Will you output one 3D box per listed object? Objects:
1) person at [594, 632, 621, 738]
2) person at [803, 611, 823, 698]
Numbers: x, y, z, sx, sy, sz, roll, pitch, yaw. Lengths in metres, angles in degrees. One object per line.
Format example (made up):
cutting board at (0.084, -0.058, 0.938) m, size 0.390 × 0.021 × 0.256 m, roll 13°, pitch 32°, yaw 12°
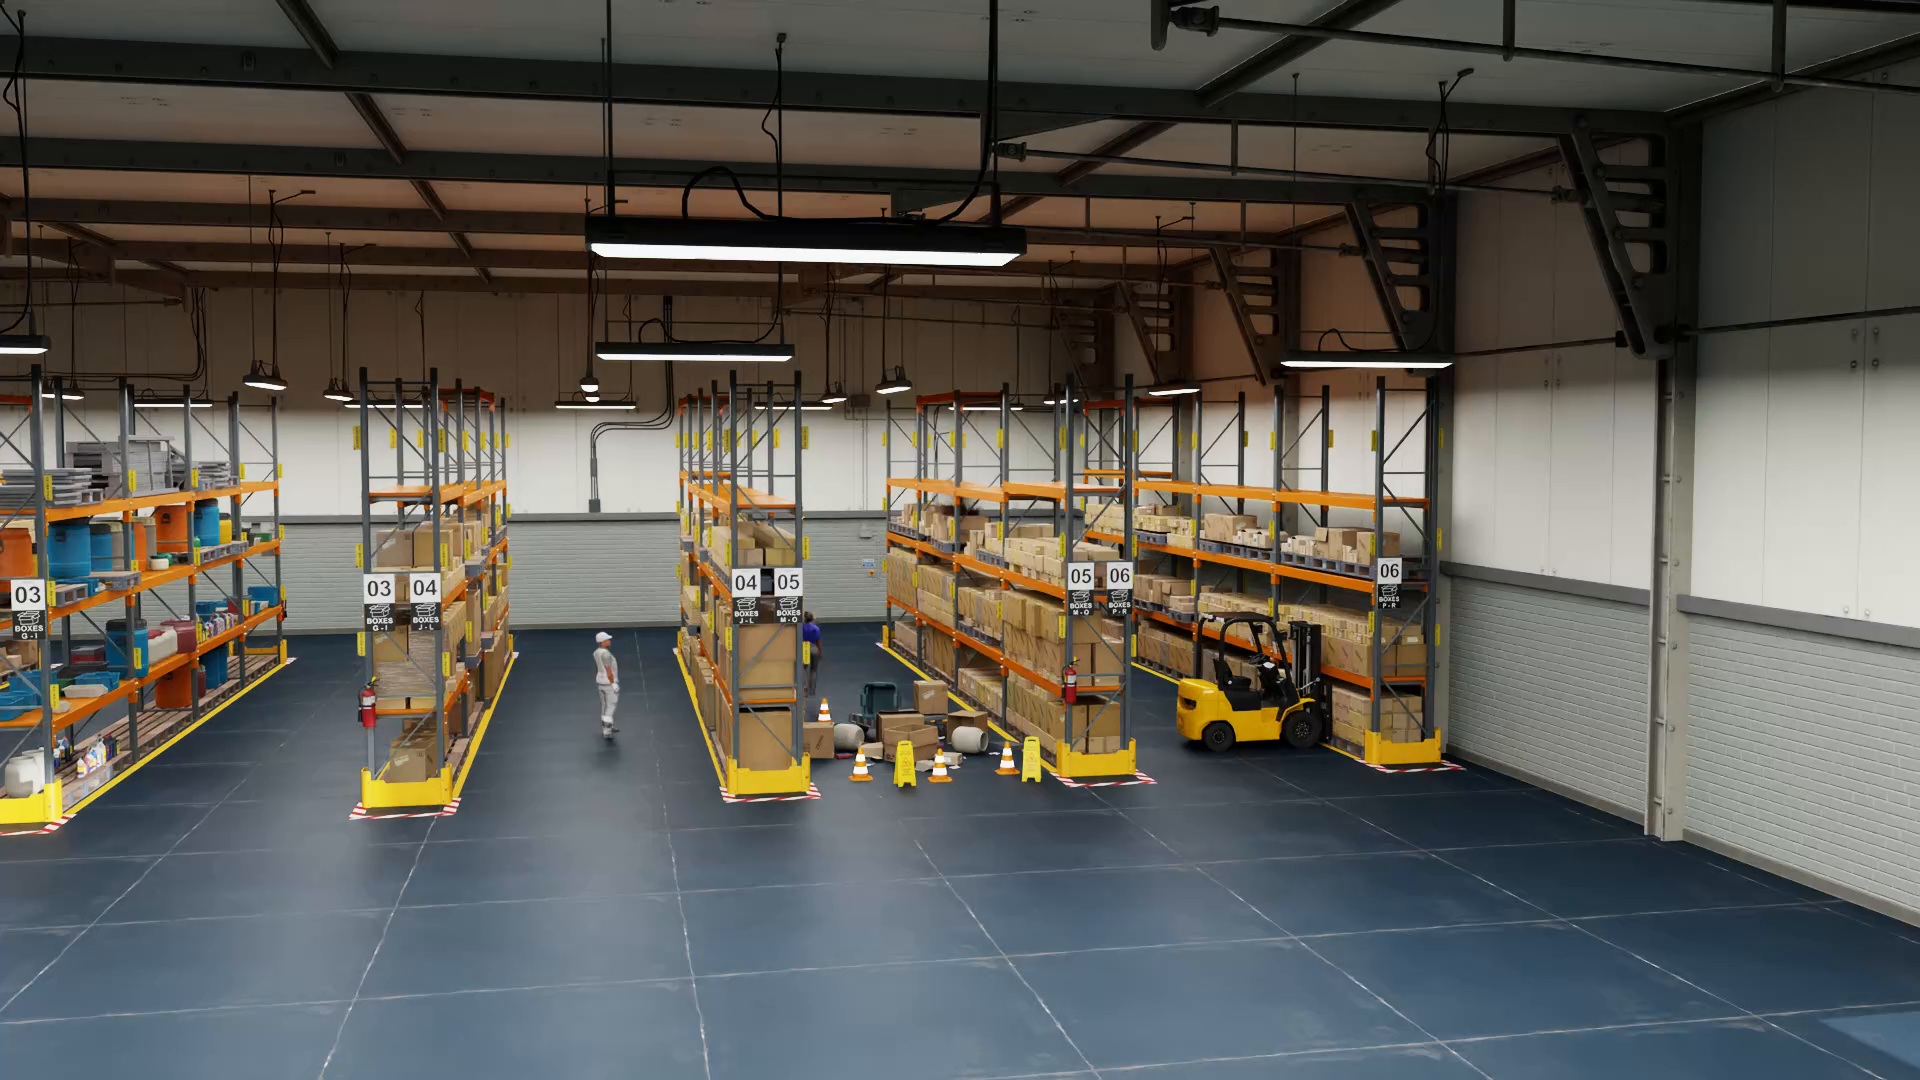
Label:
person at (-5.916, 2.441, 28.195) m, size 0.578 × 1.785 × 0.582 m, roll 3°, pitch 5°, yaw 43°
person at (-2.828, 2.155, 31.367) m, size 0.489 × 1.652 × 0.438 m, roll 0°, pitch 3°, yaw -7°
